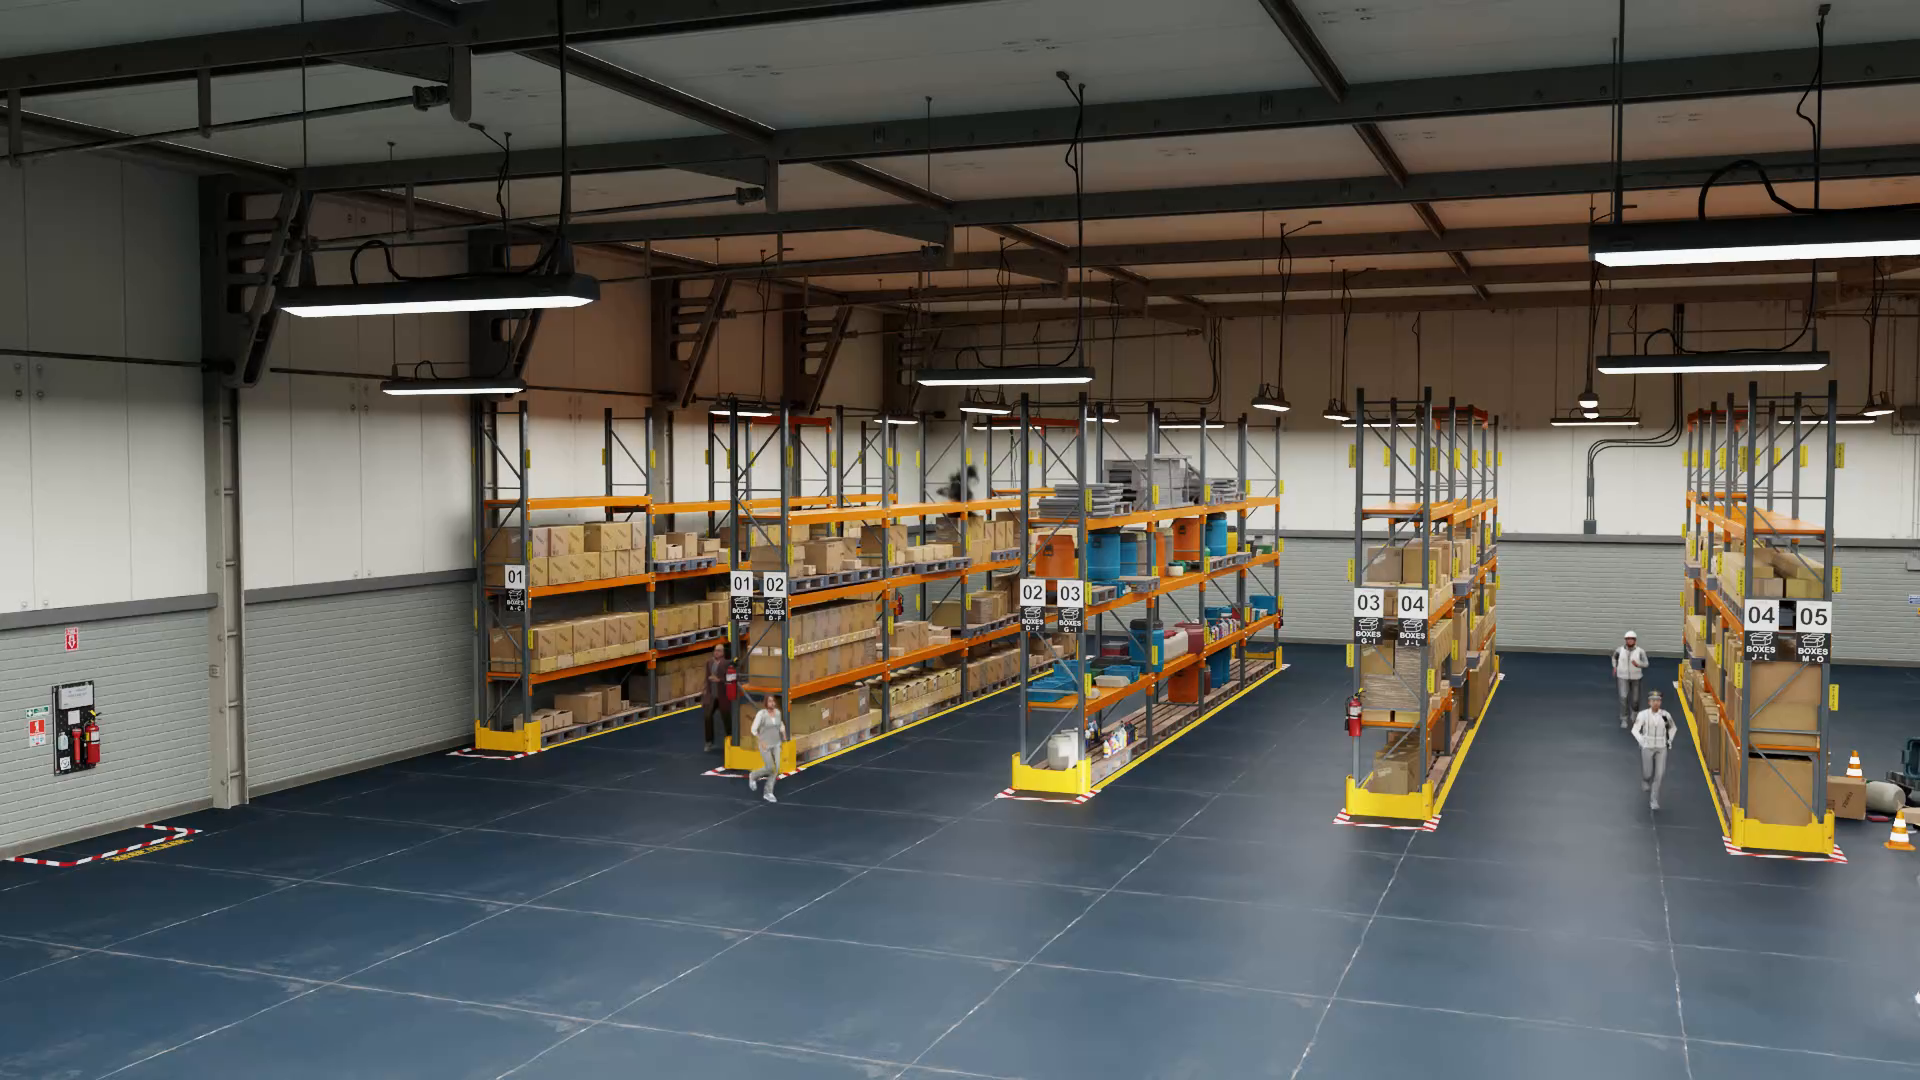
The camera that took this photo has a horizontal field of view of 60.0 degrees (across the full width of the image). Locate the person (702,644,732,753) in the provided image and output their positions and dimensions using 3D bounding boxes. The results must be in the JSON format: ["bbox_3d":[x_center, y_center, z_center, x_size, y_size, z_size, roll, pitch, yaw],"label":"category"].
[{"bbox_3d":[-4.148,2.711,28.629,0.674,1.838,0.816,1,3,15],"label":"person"}]

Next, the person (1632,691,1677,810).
[{"bbox_3d":[10.049,3.011,24.057,0.617,1.682,0.747,1,3,15],"label":"person"}]

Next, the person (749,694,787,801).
[{"bbox_3d":[-2.811,3.041,24.463,0.532,1.572,0.580,-2,4,-39],"label":"person"}]

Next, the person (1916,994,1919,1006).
[{"bbox_3d":[8.606,3.443,13.917,0.878,1.762,0.709,3,4,43],"label":"person"}]

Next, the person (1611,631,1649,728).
[{"bbox_3d":[12.501,2.581,31.043,0.655,1.763,0.964,1,3,23],"label":"person"}]
